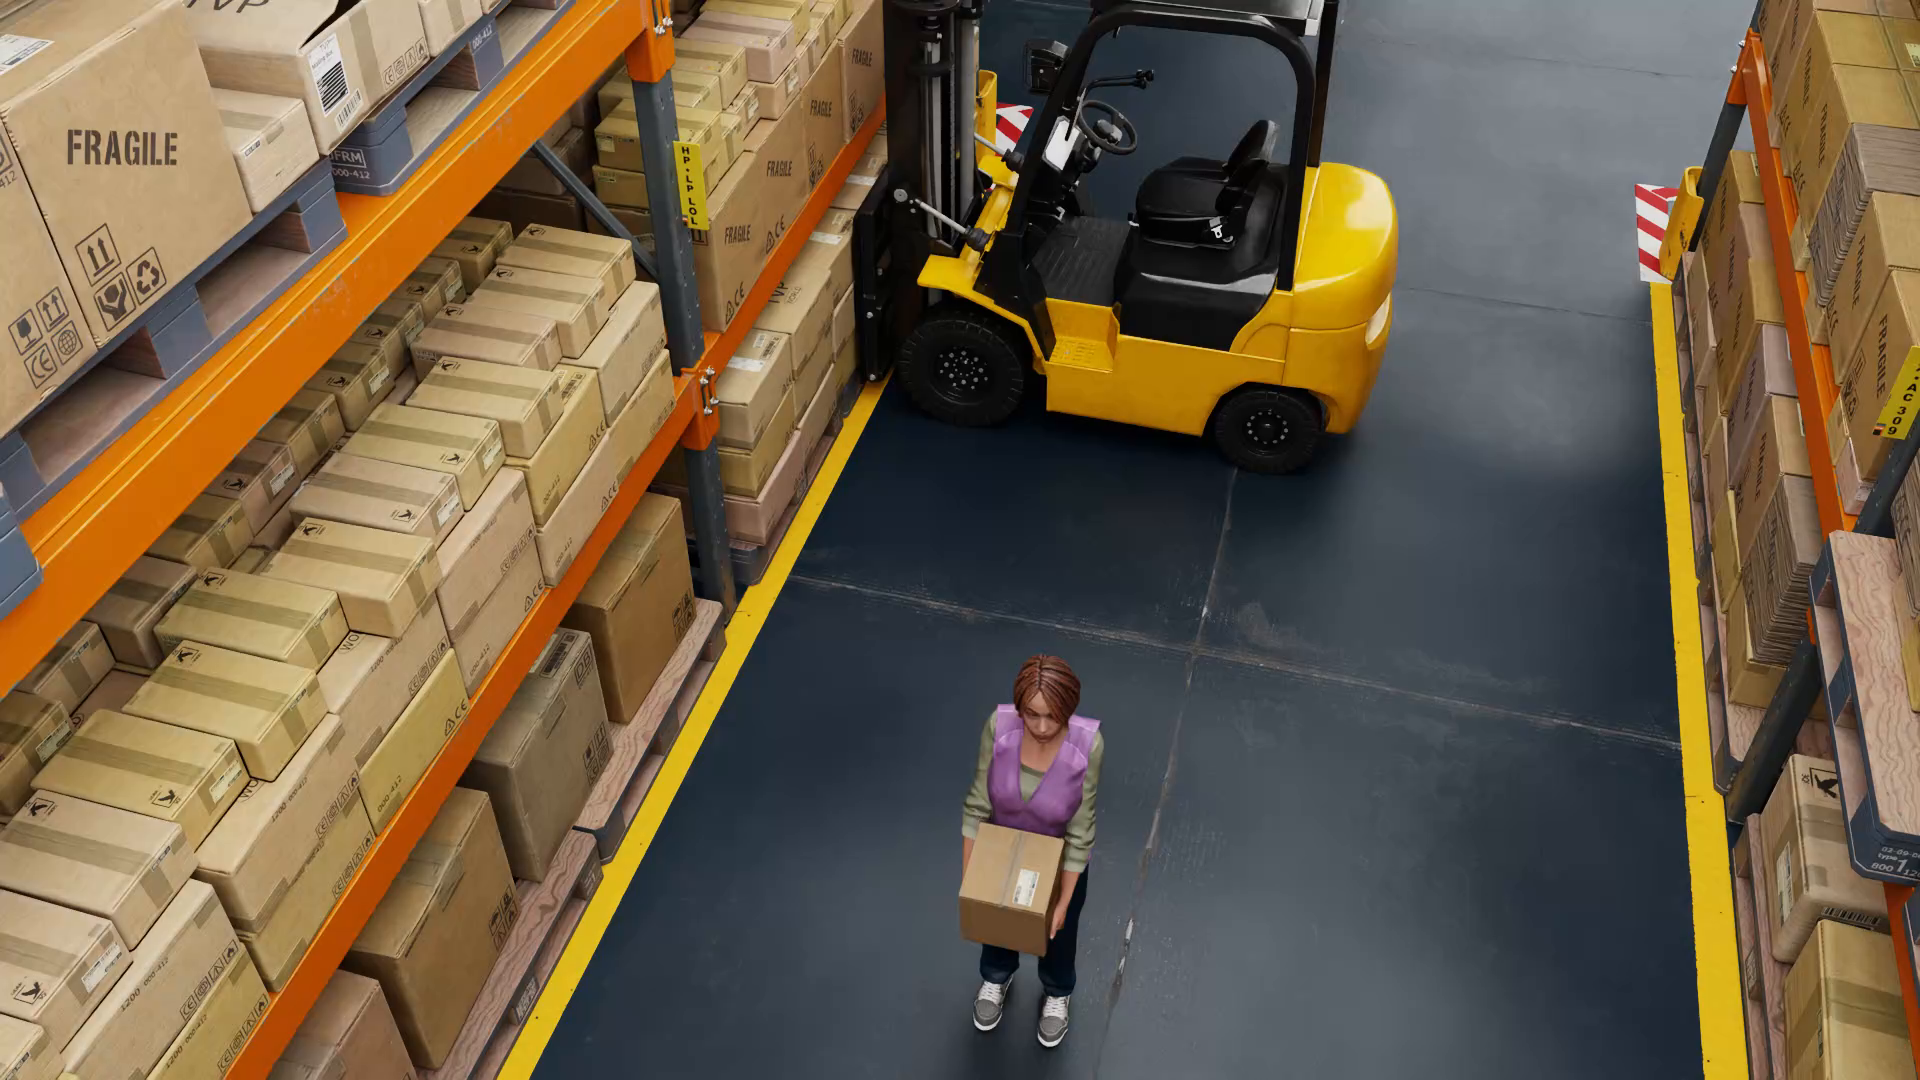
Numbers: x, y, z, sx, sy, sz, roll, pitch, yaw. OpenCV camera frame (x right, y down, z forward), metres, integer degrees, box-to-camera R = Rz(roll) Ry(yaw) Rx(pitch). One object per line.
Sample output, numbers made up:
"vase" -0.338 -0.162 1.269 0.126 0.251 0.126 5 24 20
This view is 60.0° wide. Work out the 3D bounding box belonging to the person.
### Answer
"person" 0.203 1.012 5.029 0.396 1.598 0.492 10 43 11
